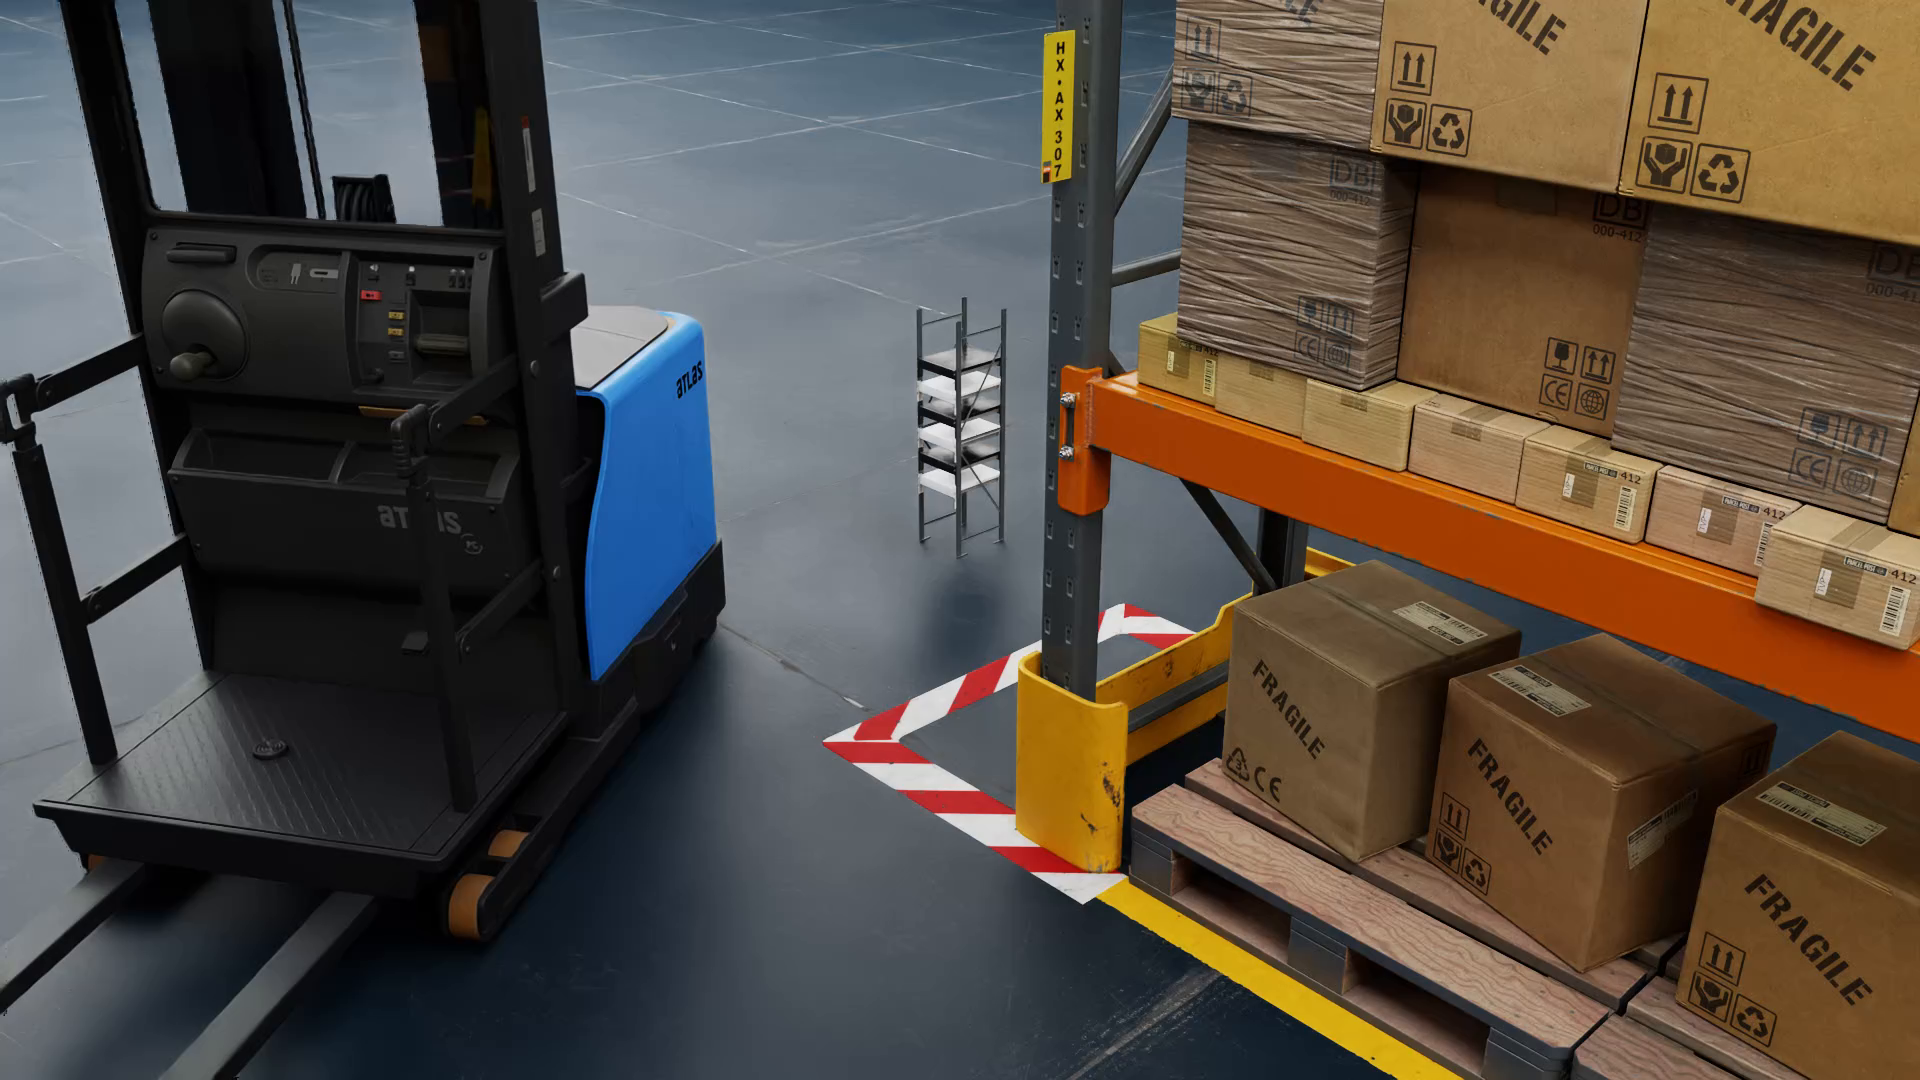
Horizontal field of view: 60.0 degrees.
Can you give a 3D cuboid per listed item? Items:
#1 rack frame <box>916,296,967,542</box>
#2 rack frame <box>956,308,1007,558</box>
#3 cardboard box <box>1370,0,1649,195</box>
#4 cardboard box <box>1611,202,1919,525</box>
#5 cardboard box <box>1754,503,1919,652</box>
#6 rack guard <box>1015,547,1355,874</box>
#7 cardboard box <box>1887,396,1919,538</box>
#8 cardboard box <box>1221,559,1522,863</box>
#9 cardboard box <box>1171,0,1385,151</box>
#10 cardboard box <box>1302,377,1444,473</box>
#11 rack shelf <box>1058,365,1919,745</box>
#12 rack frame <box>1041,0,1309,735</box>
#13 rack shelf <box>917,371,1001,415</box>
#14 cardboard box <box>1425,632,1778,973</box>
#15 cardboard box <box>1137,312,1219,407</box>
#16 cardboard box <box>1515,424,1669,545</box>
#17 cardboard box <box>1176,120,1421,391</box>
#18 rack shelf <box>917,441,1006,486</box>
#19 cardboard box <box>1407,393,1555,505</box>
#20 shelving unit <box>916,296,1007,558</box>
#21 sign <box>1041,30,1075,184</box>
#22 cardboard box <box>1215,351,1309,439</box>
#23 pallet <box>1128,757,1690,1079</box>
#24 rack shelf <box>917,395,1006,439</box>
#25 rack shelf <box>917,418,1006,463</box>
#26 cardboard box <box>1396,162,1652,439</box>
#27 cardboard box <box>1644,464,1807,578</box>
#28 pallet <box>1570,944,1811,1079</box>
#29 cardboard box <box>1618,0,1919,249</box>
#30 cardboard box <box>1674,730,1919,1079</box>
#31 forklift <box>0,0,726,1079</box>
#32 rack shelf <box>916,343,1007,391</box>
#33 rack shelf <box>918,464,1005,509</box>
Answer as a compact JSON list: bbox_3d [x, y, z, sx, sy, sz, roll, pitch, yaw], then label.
[{"bbox_3d":[-0.064,-0.438,6.125,0.240,0.900,0.006,-21,32,-38],"label":"rack frame"},{"bbox_3d":[0.075,-0.376,5.990,0.240,0.900,0.006,-21,32,-38],"label":"rack frame"},{"bbox_3d":[1.130,-0.961,3.060,0.500,0.500,0.500,-21,32,-38],"label":"cardboard box"},{"bbox_3d":[1.712,-0.448,3.140,0.875,0.500,0.500,-21,32,-38],"label":"cardboard box"},{"bbox_3d":[1.592,0.027,2.879,0.380,0.149,0.250,-21,32,-38],"label":"cardboard box"},{"bbox_3d":[0.669,0.437,4.689,1.175,0.500,0.348,-21,32,-38],"label":"rack guard"},{"bbox_3d":[2.045,-0.293,2.800,0.875,0.500,0.500,-21,32,-38],"label":"cardboard box"},{"bbox_3d":[1.031,0.417,4.227,0.500,0.500,0.500,-15,28,-29],"label":"cardboard box"},{"bbox_3d":[0.794,-1.115,3.396,0.500,0.500,0.500,-21,32,-38],"label":"cardboard box"},{"bbox_3d":[0.954,-0.294,3.582,0.380,0.149,0.250,-21,32,-38],"label":"cardboard box"},{"bbox_3d":[1.984,0.210,3.042,1.077,0.370,4.000,-21,32,-38],"label":"rack shelf"},{"bbox_3d":[0.617,-0.723,4.221,1.000,3.000,0.127,-21,32,-38],"label":"rack frame"},{"bbox_3d":[0.006,-0.540,5.997,0.258,0.077,0.200,-21,32,-38],"label":"rack shelf"},{"bbox_3d":[1.465,0.588,3.852,0.500,0.500,0.500,-12,27,-25],"label":"cardboard box"},{"bbox_3d":[0.638,-0.455,3.936,0.380,0.149,0.250,-21,32,-38],"label":"cardboard box"},{"bbox_3d":[1.306,-0.146,3.259,0.380,0.149,0.250,-21,32,-38],"label":"cardboard box"},{"bbox_3d":[0.973,-0.729,3.756,0.875,0.500,0.500,-21,32,-38],"label":"cardboard box"},{"bbox_3d":[0.006,-0.295,6.109,0.258,0.077,0.200,-21,32,-38],"label":"rack shelf"},{"bbox_3d":[1.140,-0.224,3.429,0.380,0.149,0.250,-21,32,-38],"label":"cardboard box"},{"bbox_3d":[0.006,-0.407,6.058,0.258,0.900,0.210,-21,32,-38],"label":"shelving unit"},{"bbox_3d":[0.221,-0.963,3.704,0.100,0.325,0.005,-21,32,-38],"label":"sign"},{"bbox_3d":[0.794,-0.374,3.758,0.380,0.149,0.250,-21,32,-38],"label":"cardboard box"},{"bbox_3d":[1.198,0.825,4.188,1.003,0.211,1.213,-21,32,-38],"label":"pallet"},{"bbox_3d":[0.006,-0.459,6.034,0.258,0.077,0.200,-21,32,-38],"label":"rack shelf"},{"bbox_3d":[0.006,-0.377,6.072,0.258,0.077,0.200,-21,32,-38],"label":"rack shelf"},{"bbox_3d":[1.402,-0.612,3.499,0.875,0.500,0.500,-21,32,-38],"label":"cardboard box"},{"bbox_3d":[1.497,-0.078,3.110,0.380,0.149,0.250,-21,32,-38],"label":"cardboard box"},{"bbox_3d":[2.028,1.194,3.378,1.003,0.211,1.213,-21,32,-38],"label":"pallet"},{"bbox_3d":[1.473,-0.810,2.729,0.500,0.500,0.500,-21,32,-38],"label":"cardboard box"},{"bbox_3d":[1.879,0.784,3.424,0.500,0.500,0.500,-18,30,-34],"label":"cardboard box"},{"bbox_3d":[-1.609,-0.518,3.854,1.130,2.935,3.031,5,25,11],"label":"forklift"},{"bbox_3d":[0.006,-0.622,5.960,0.258,0.077,0.200,-21,32,-38],"label":"rack shelf"},{"bbox_3d":[0.006,-0.213,6.146,0.258,0.077,0.200,-21,32,-38],"label":"rack shelf"}]
